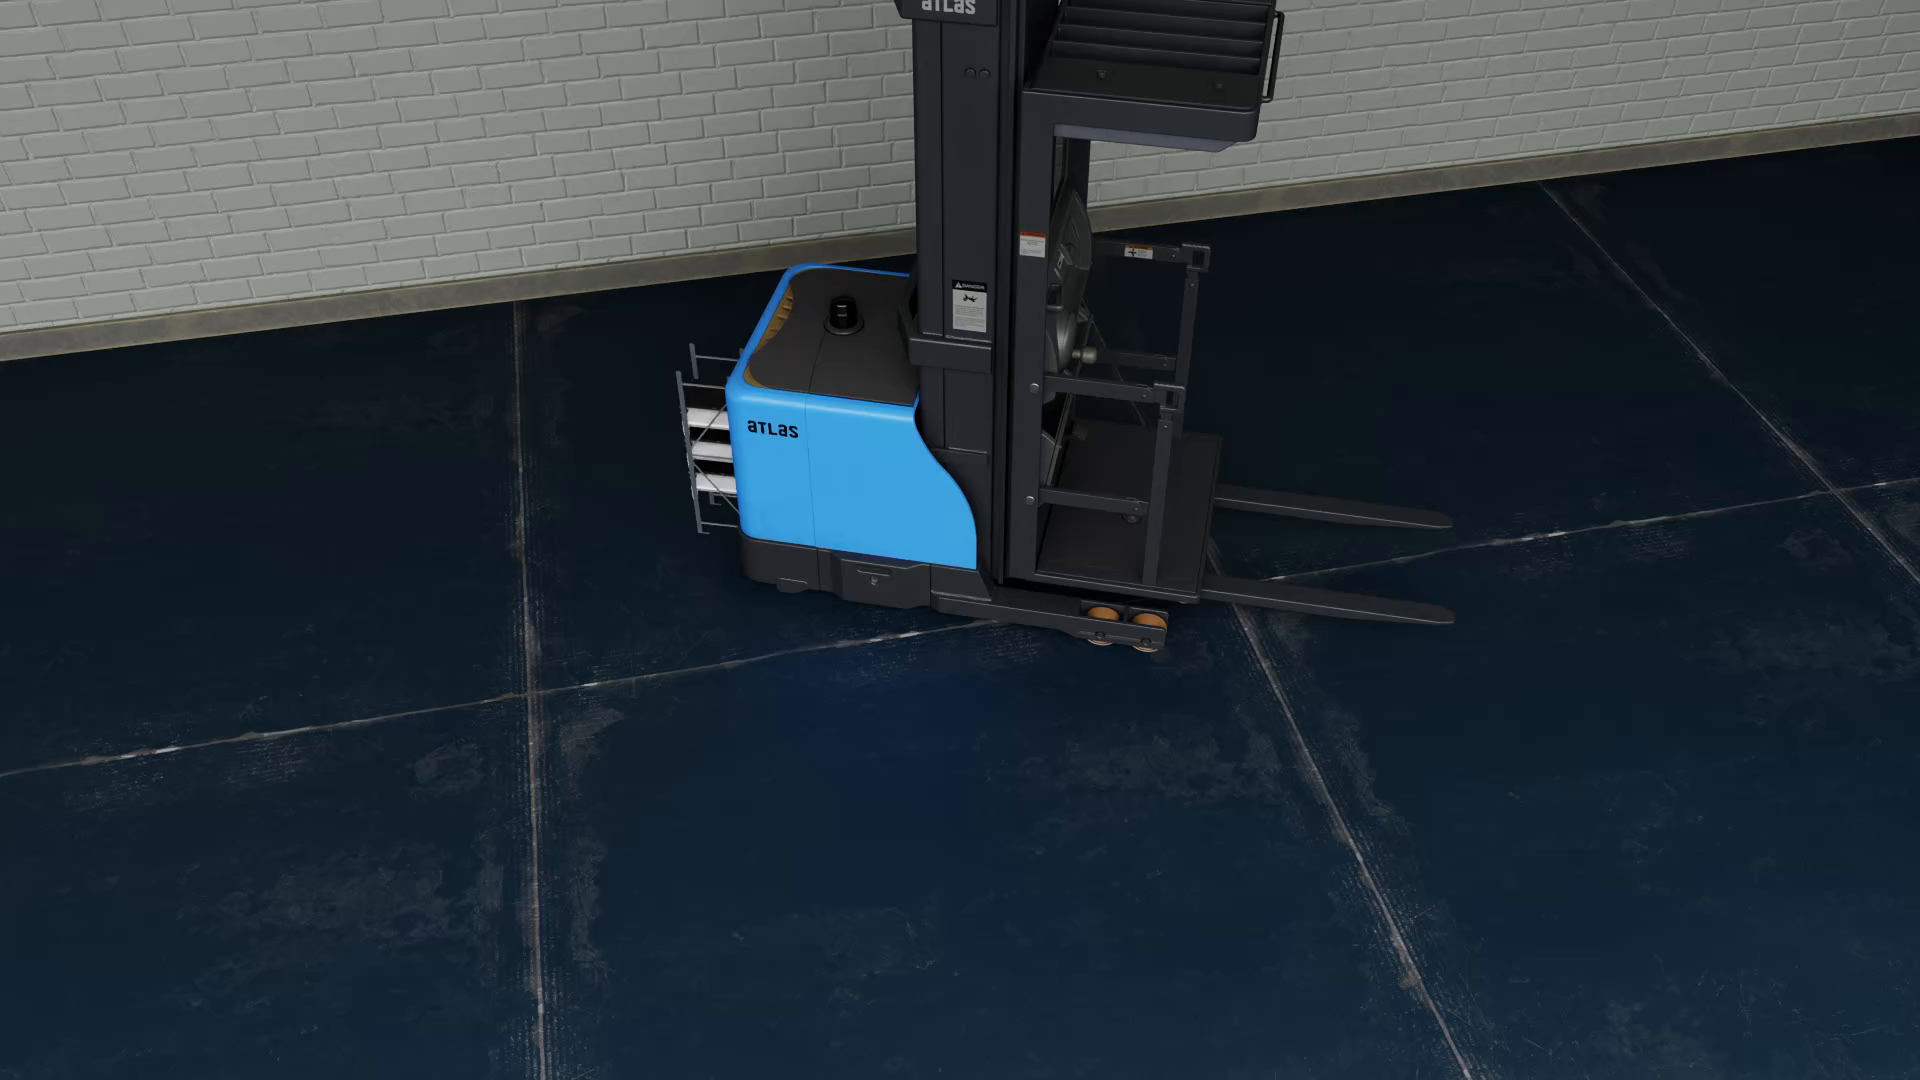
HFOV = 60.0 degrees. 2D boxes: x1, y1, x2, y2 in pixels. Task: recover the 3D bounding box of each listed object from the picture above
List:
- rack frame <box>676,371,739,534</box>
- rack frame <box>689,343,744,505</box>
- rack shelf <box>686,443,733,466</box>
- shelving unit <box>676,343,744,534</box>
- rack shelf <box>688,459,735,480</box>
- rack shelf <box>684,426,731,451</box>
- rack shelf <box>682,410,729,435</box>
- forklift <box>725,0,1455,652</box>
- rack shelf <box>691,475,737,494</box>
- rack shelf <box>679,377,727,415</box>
[{"bbox_3d":[-1.073,-0.358,7.258,0.240,0.900,0.006,6,42,7],"label":"rack frame"},{"bbox_3d":[-1.040,-0.492,7.408,0.240,0.900,0.006,6,42,7],"label":"rack frame"},{"bbox_3d":[-1.057,-0.400,7.355,0.258,0.077,0.200,6,42,7],"label":"rack shelf"},{"bbox_3d":[-1.057,-0.425,7.333,0.258,0.900,0.210,6,42,7],"label":"shelving unit"},{"bbox_3d":[-1.057,-0.333,7.414,0.258,0.077,0.200,6,42,7],"label":"rack shelf"},{"bbox_3d":[-1.057,-0.467,7.295,0.258,0.077,0.200,6,42,7],"label":"rack shelf"},{"bbox_3d":[-1.057,-0.535,7.235,0.258,0.077,0.200,6,42,7],"label":"rack shelf"},{"bbox_3d":[0.614,-1.012,6.464,3.031,2.935,1.130,8,42,9],"label":"forklift"},{"bbox_3d":[-1.057,-0.265,7.474,0.258,0.077,0.200,6,42,7],"label":"rack shelf"},{"bbox_3d":[-1.057,-0.602,7.175,0.258,0.077,0.200,6,42,7],"label":"rack shelf"}]
